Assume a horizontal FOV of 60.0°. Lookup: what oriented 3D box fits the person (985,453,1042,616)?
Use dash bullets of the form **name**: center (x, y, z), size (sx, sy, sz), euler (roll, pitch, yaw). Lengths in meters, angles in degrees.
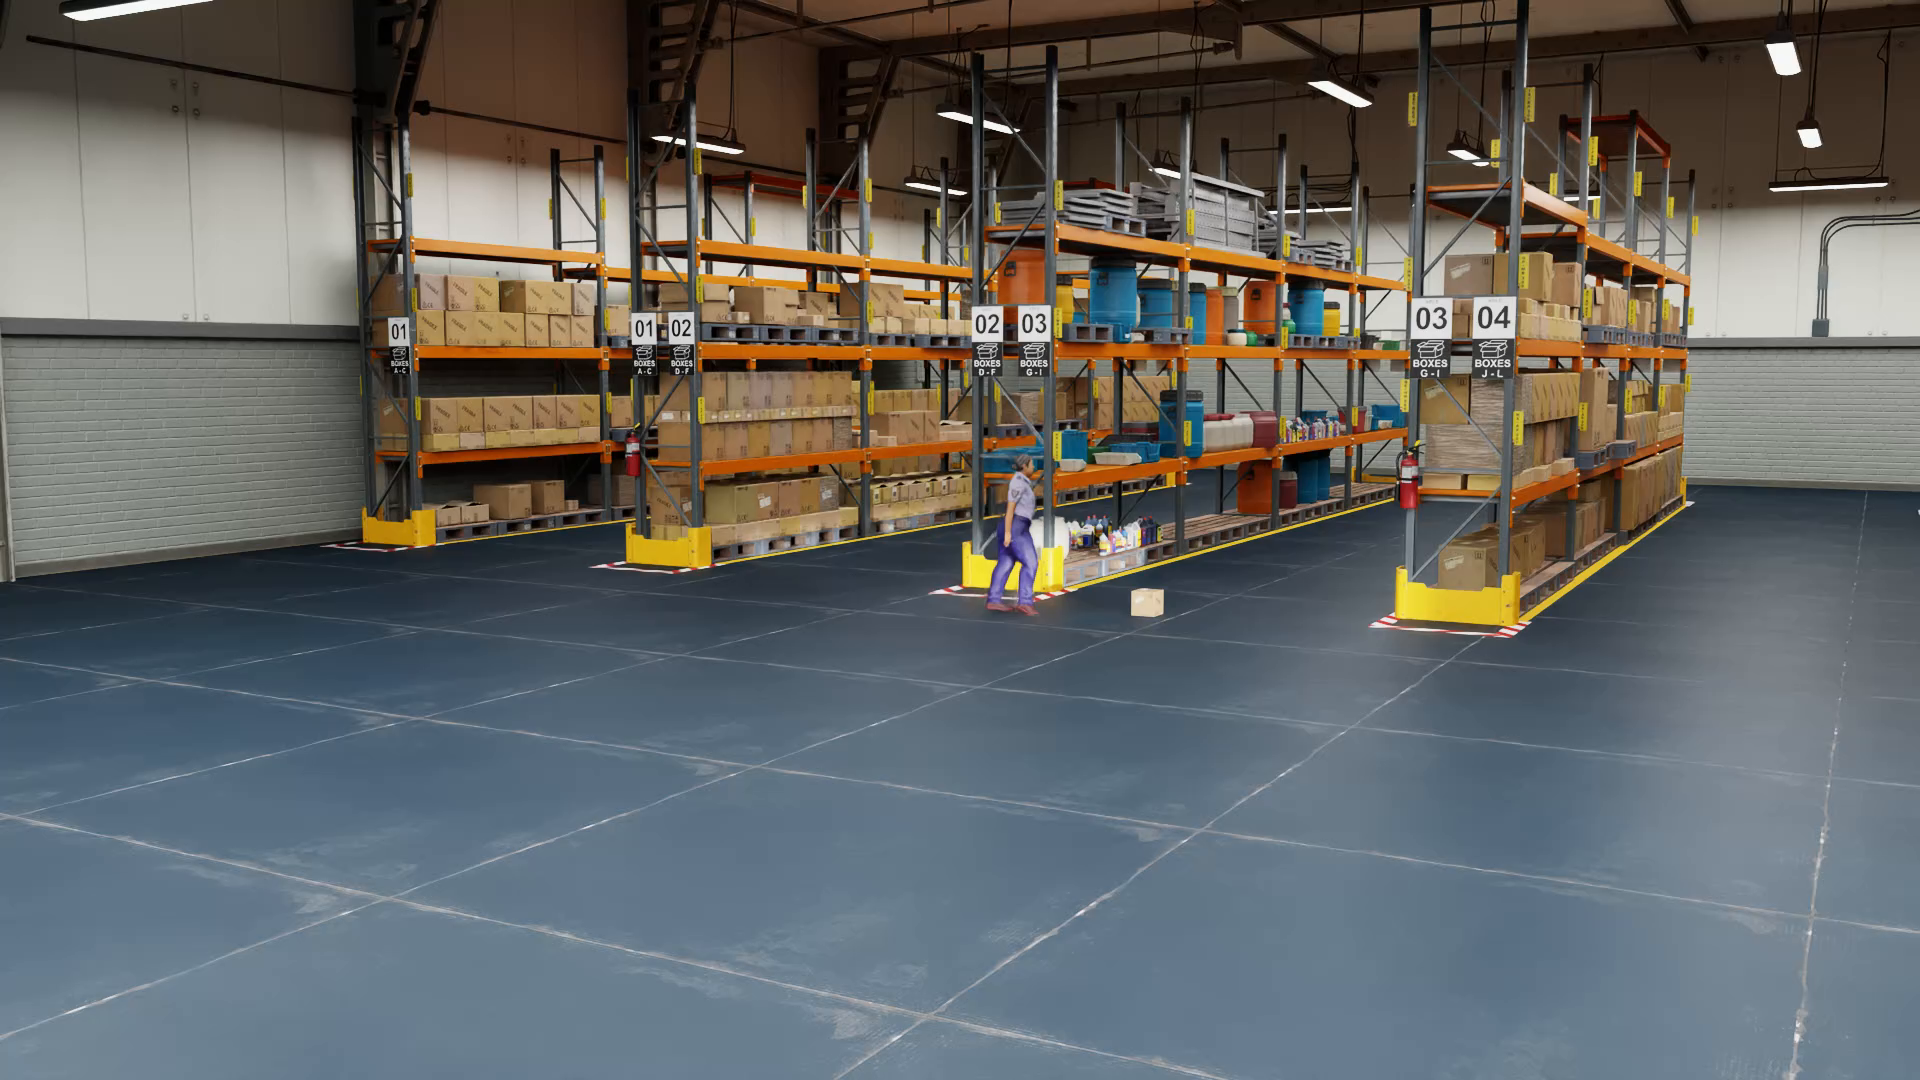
- **person**: center (0.545, -0.047, 17.072), size (0.566, 1.688, 0.505), euler (-1, 6, -6)
